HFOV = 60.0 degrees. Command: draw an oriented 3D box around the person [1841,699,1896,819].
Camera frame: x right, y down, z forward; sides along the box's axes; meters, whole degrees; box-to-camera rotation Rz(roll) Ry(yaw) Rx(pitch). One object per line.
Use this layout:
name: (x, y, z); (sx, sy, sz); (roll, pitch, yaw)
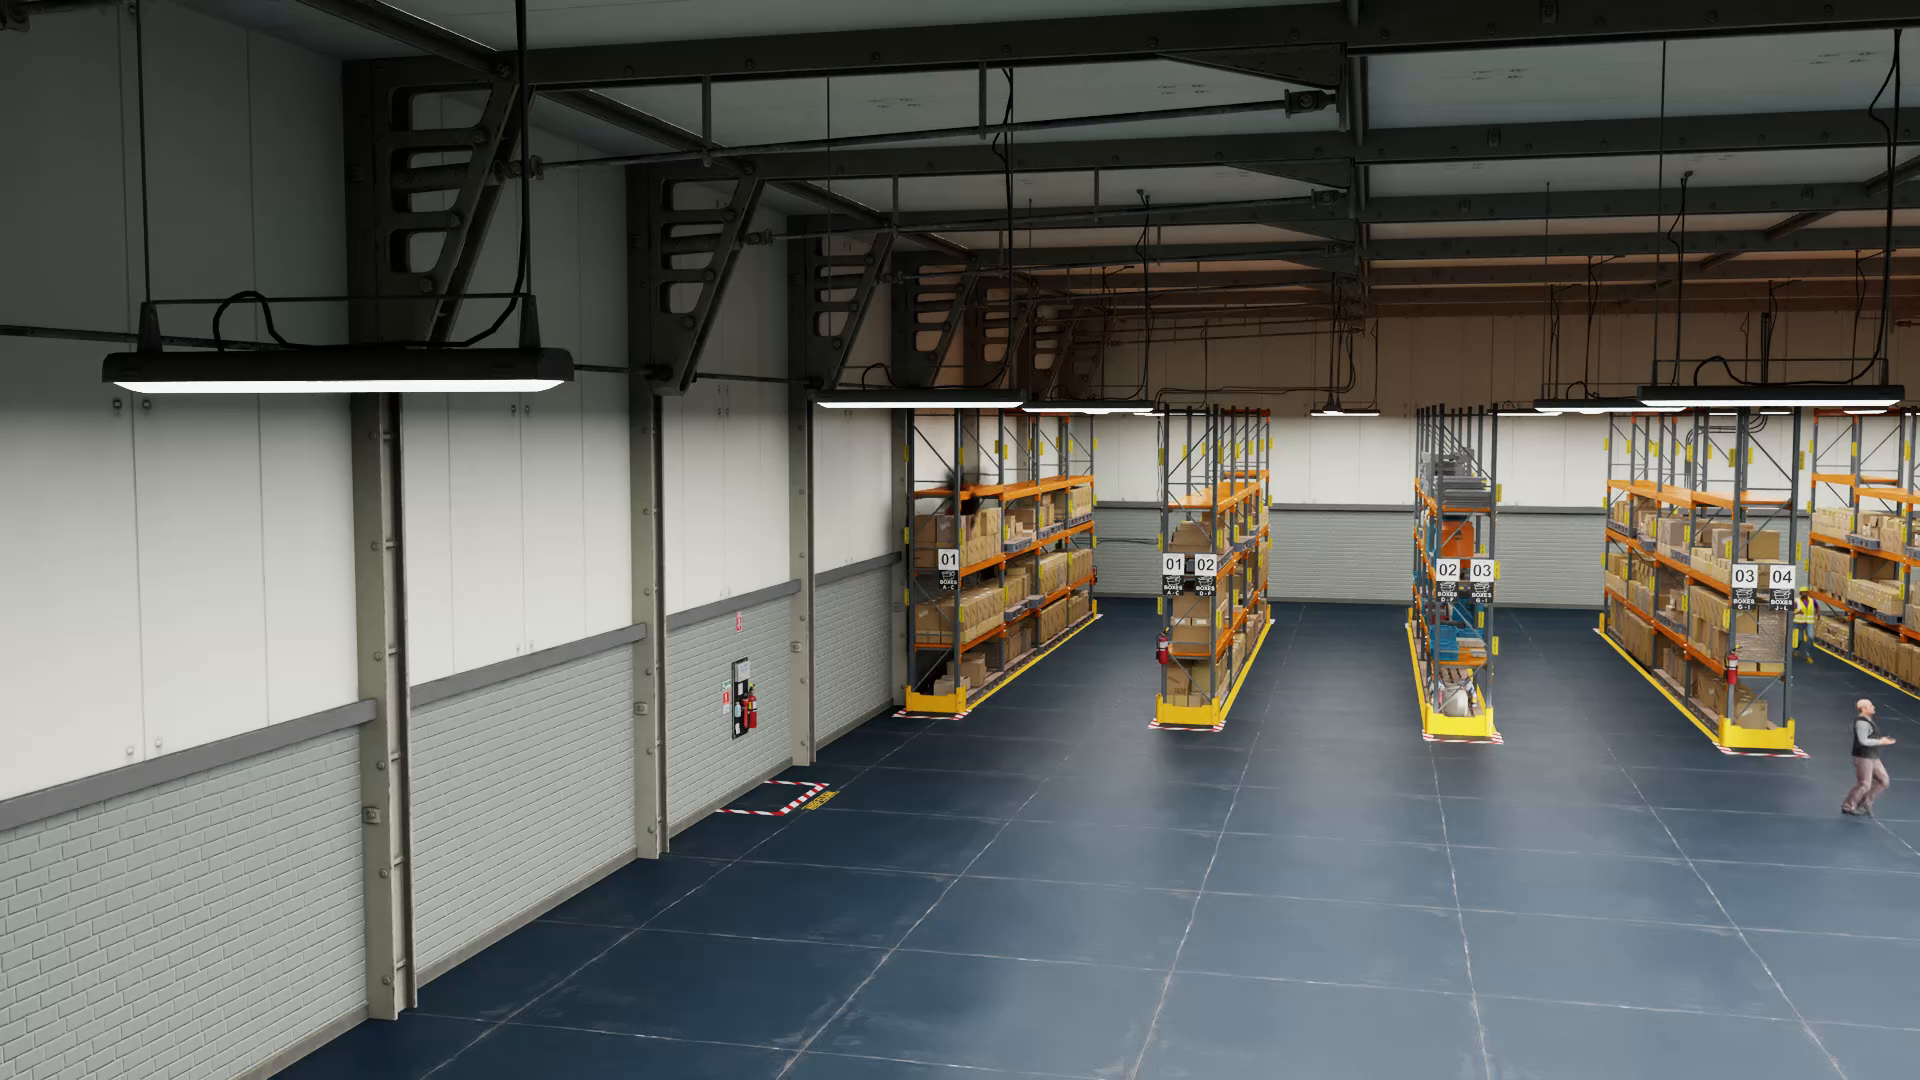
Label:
person: (12.995, 3.143, 23.767); (0.669, 1.738, 0.640); (3, 5, 37)

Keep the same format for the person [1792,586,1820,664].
person: (19.948, 1.987, 39.271); (0.706, 1.779, 0.944); (1, 4, 16)
